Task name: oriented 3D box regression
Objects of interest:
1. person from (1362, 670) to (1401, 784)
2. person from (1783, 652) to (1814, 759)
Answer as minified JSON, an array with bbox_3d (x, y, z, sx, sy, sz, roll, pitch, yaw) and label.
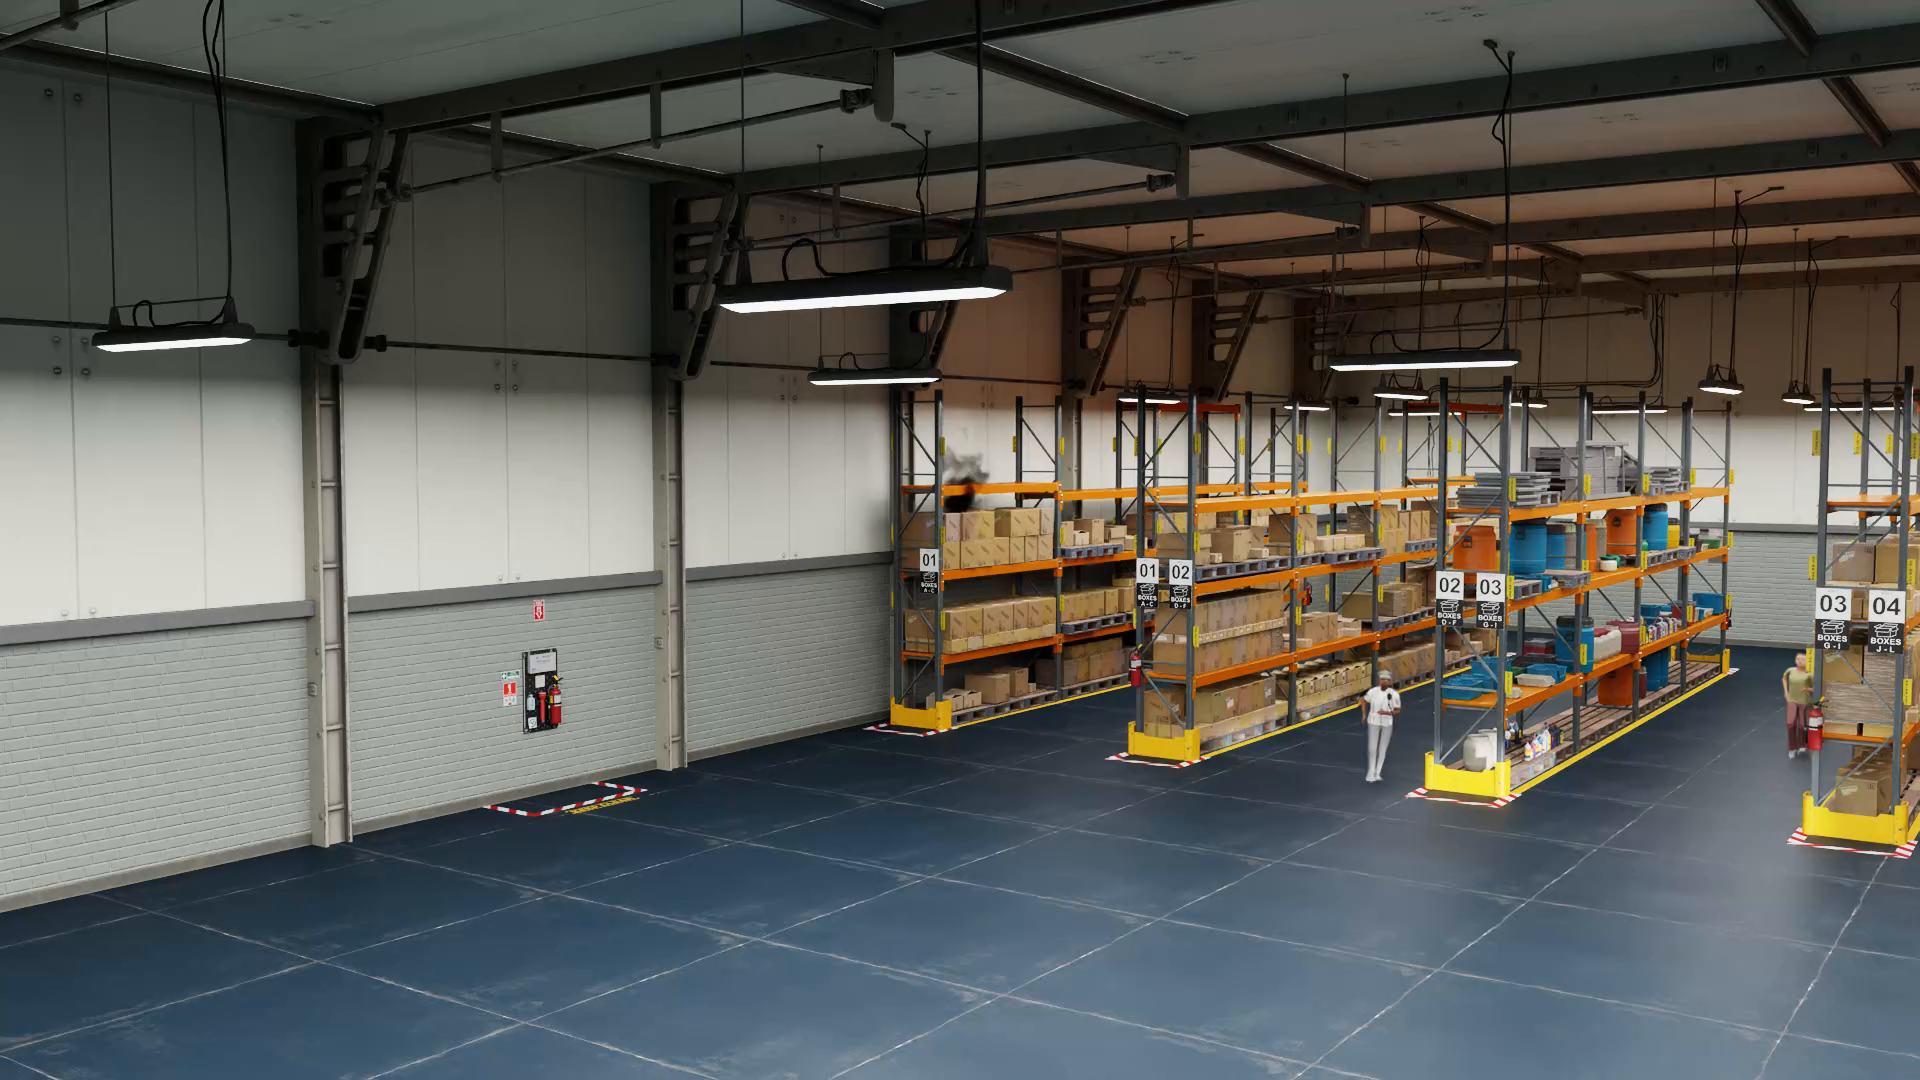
[{"bbox_3d":[6.275,2.776,24.769,0.556,1.698,0.644,1,3,11],"label":"person"},{"bbox_3d":[13.559,2.666,26.845,0.572,1.724,0.652,2,4,35],"label":"person"}]
